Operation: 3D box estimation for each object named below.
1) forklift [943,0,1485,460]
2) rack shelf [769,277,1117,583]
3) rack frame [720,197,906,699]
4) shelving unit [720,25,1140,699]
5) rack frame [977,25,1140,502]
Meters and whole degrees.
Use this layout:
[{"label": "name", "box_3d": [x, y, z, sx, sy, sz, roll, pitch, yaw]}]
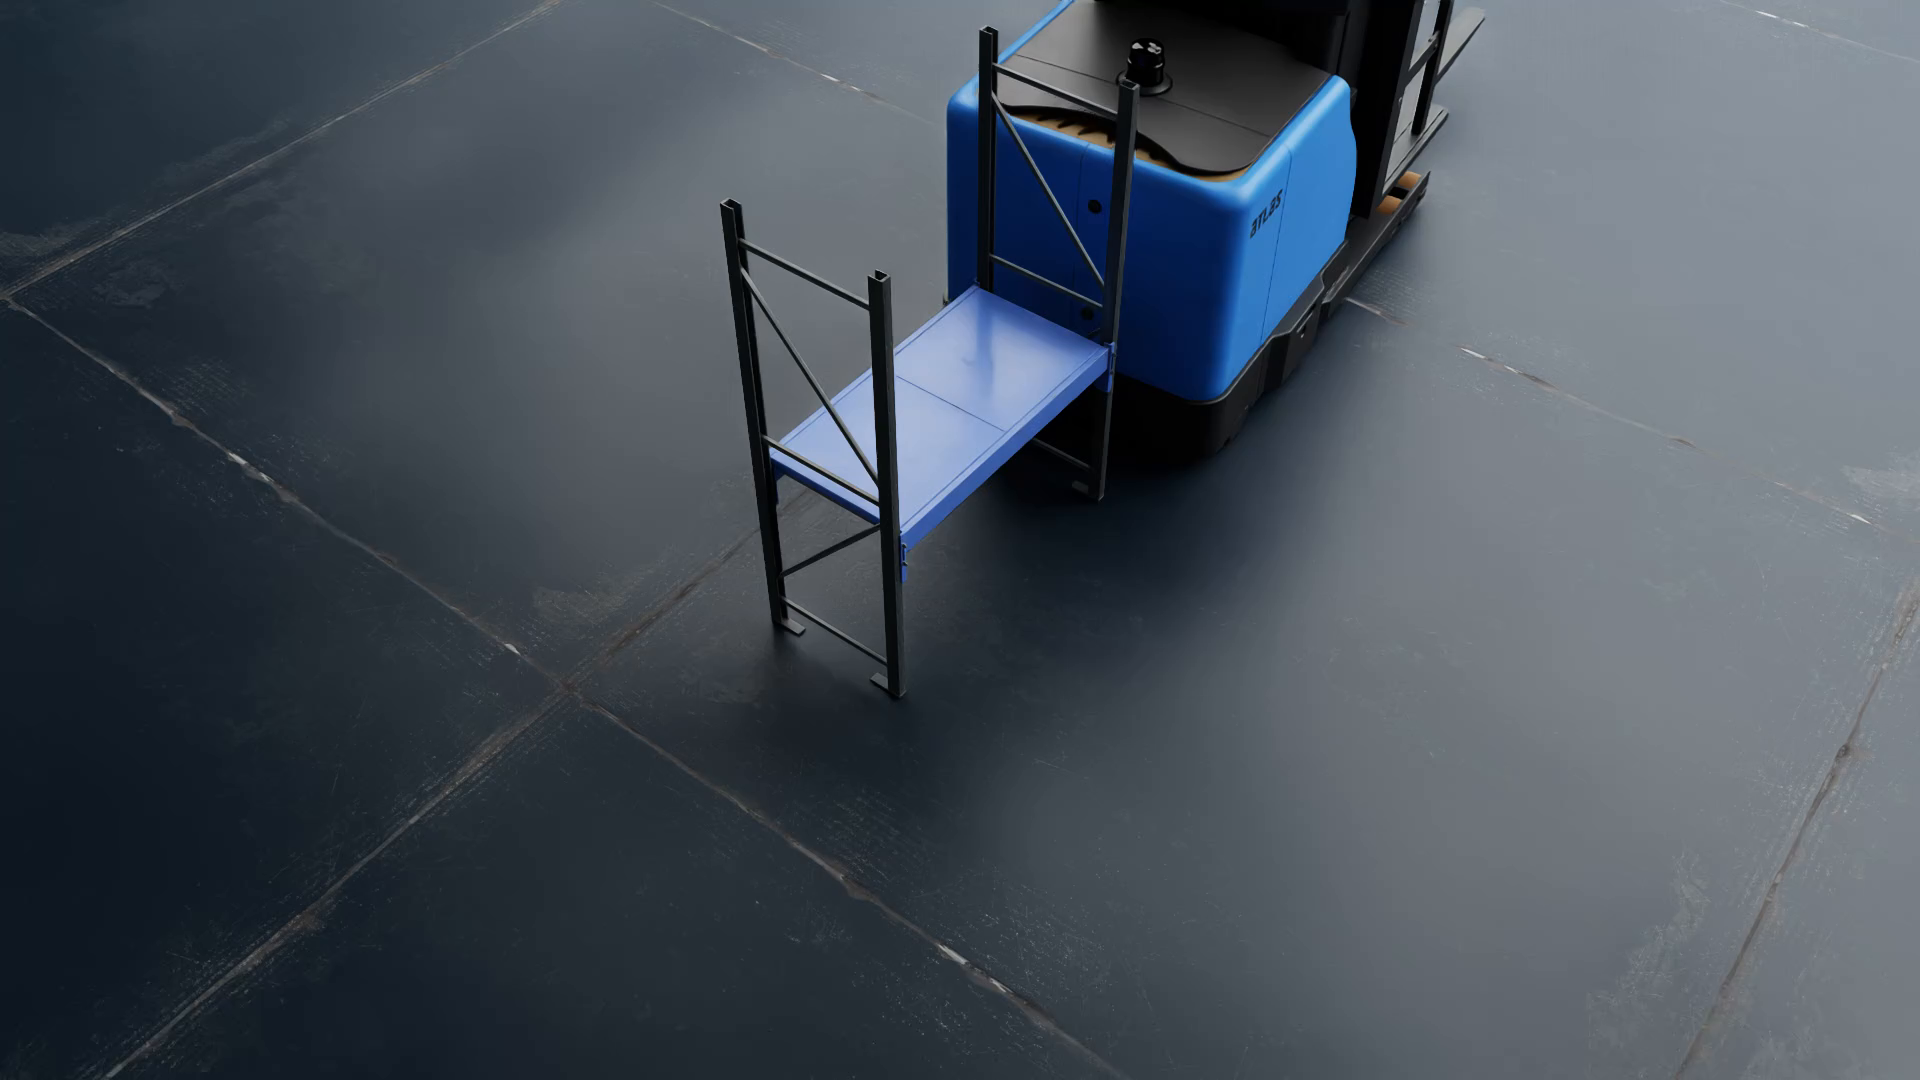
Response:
[{"label": "forklift", "box_3d": [1.153, -2.322, 5.441, 1.130, 2.935, 3.031, 24, 51, 22]}, {"label": "rack shelf", "box_3d": [-0.052, -0.345, 4.791, 0.538, 0.185, 1.000, 29, 53, 25]}, {"label": "rack frame", "box_3d": [-0.363, -0.178, 4.383, 0.500, 1.500, 0.032, 29, 53, 25]}, {"label": "shelving unit", "box_3d": [-0.052, -0.469, 4.661, 0.538, 1.500, 1.048, 29, 53, 25]}, {"label": "rack frame", "box_3d": [0.259, -0.760, 4.939, 0.500, 1.500, 0.032, 29, 53, 25]}]
